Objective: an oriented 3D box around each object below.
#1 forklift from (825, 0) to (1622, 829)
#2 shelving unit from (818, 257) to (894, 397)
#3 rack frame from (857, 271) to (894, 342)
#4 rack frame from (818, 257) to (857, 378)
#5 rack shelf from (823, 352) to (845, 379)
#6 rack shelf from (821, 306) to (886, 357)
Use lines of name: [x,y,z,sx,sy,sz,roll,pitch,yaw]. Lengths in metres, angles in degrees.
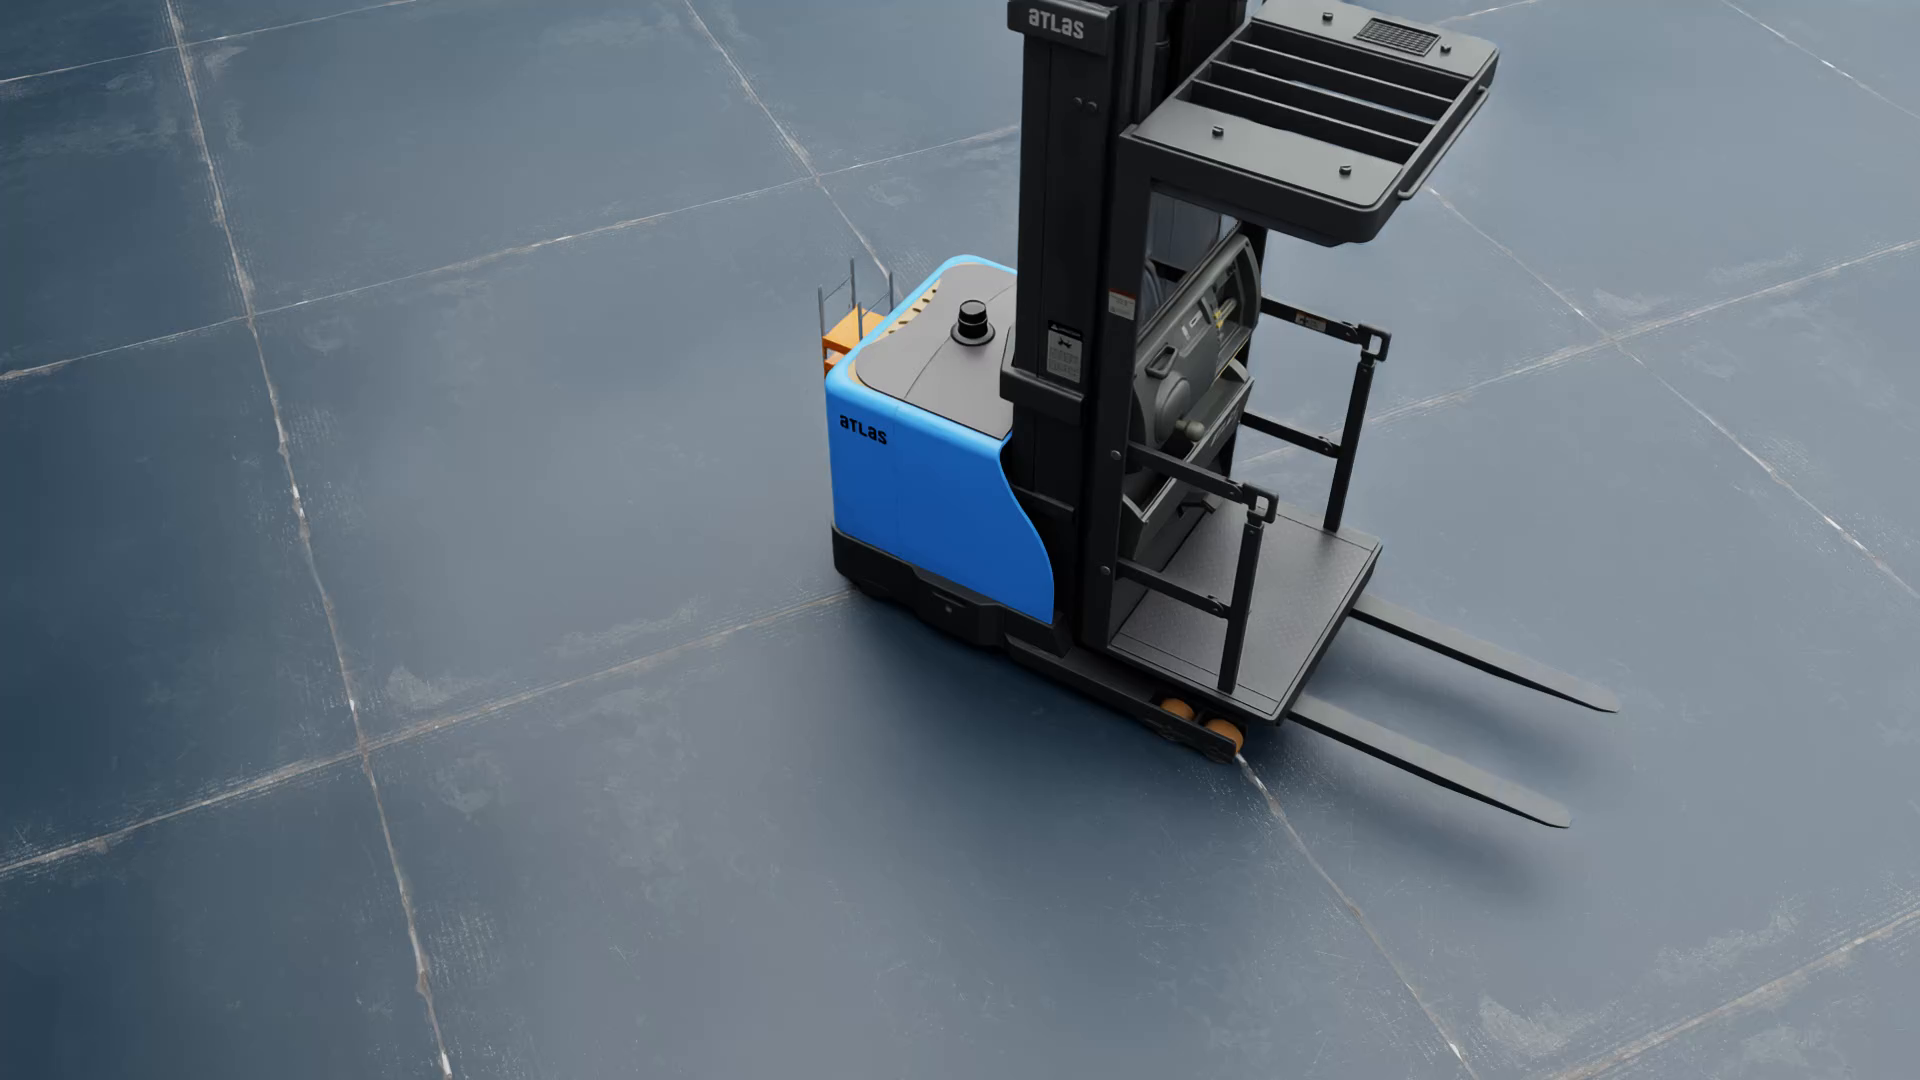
forklift: [1.000,-0.637,5.677,3.031,2.935,1.130,23,49,22]
shelving unit: [-0.404,-0.582,6.854,0.189,1.200,0.258,23,49,22]
rack frame: [-0.326,-0.548,6.820,0.006,1.200,0.240,23,49,22]
rack frame: [-0.482,-0.615,6.888,0.006,1.200,0.240,23,49,22]
rack shelf: [-0.404,-0.721,6.717,0.180,0.103,0.258,23,49,22]
rack shelf: [-0.404,-0.806,6.632,0.180,0.103,0.258,23,49,22]
